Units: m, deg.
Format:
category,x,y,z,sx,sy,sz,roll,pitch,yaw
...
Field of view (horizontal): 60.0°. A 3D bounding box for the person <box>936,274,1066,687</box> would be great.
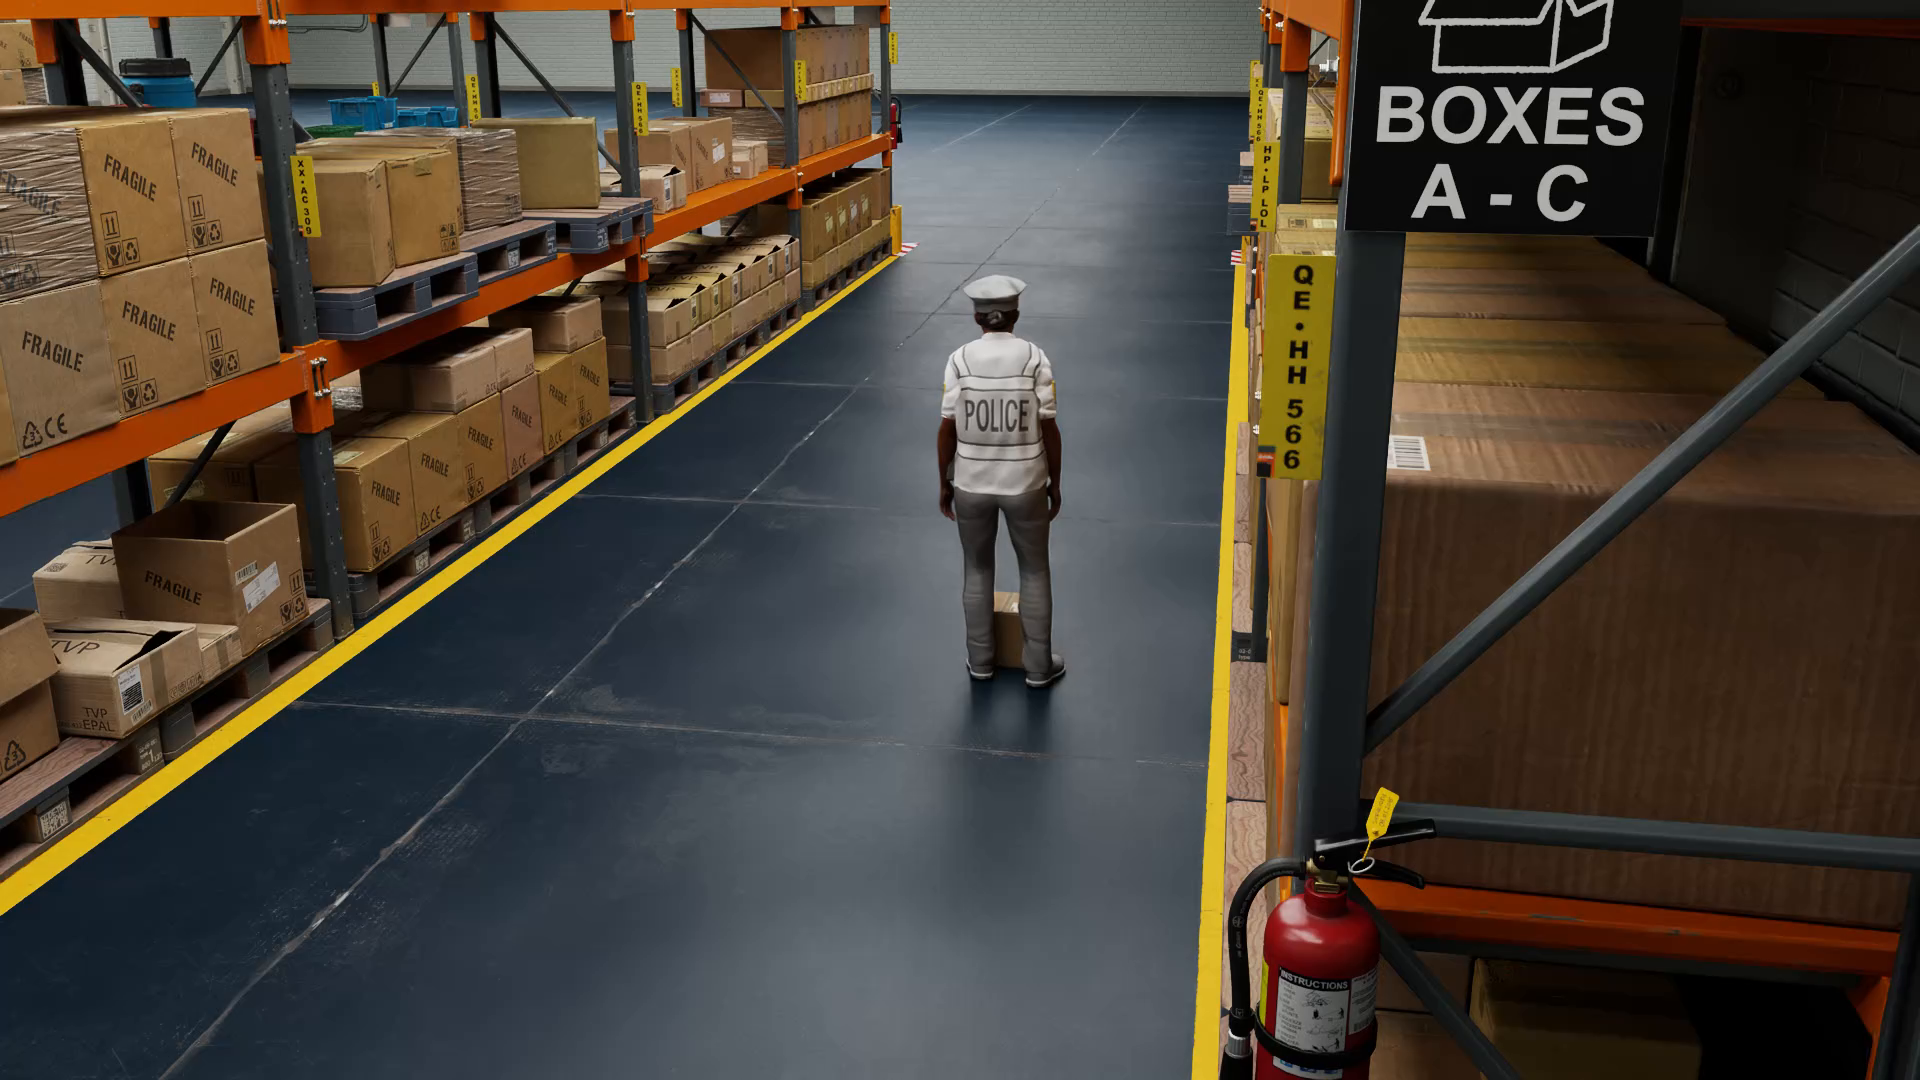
category,x,y,z,sx,sy,sz,roll,pitch,yaw
person,0.175,-0.220,6.726,0.532,1.663,0.422,2,18,6
